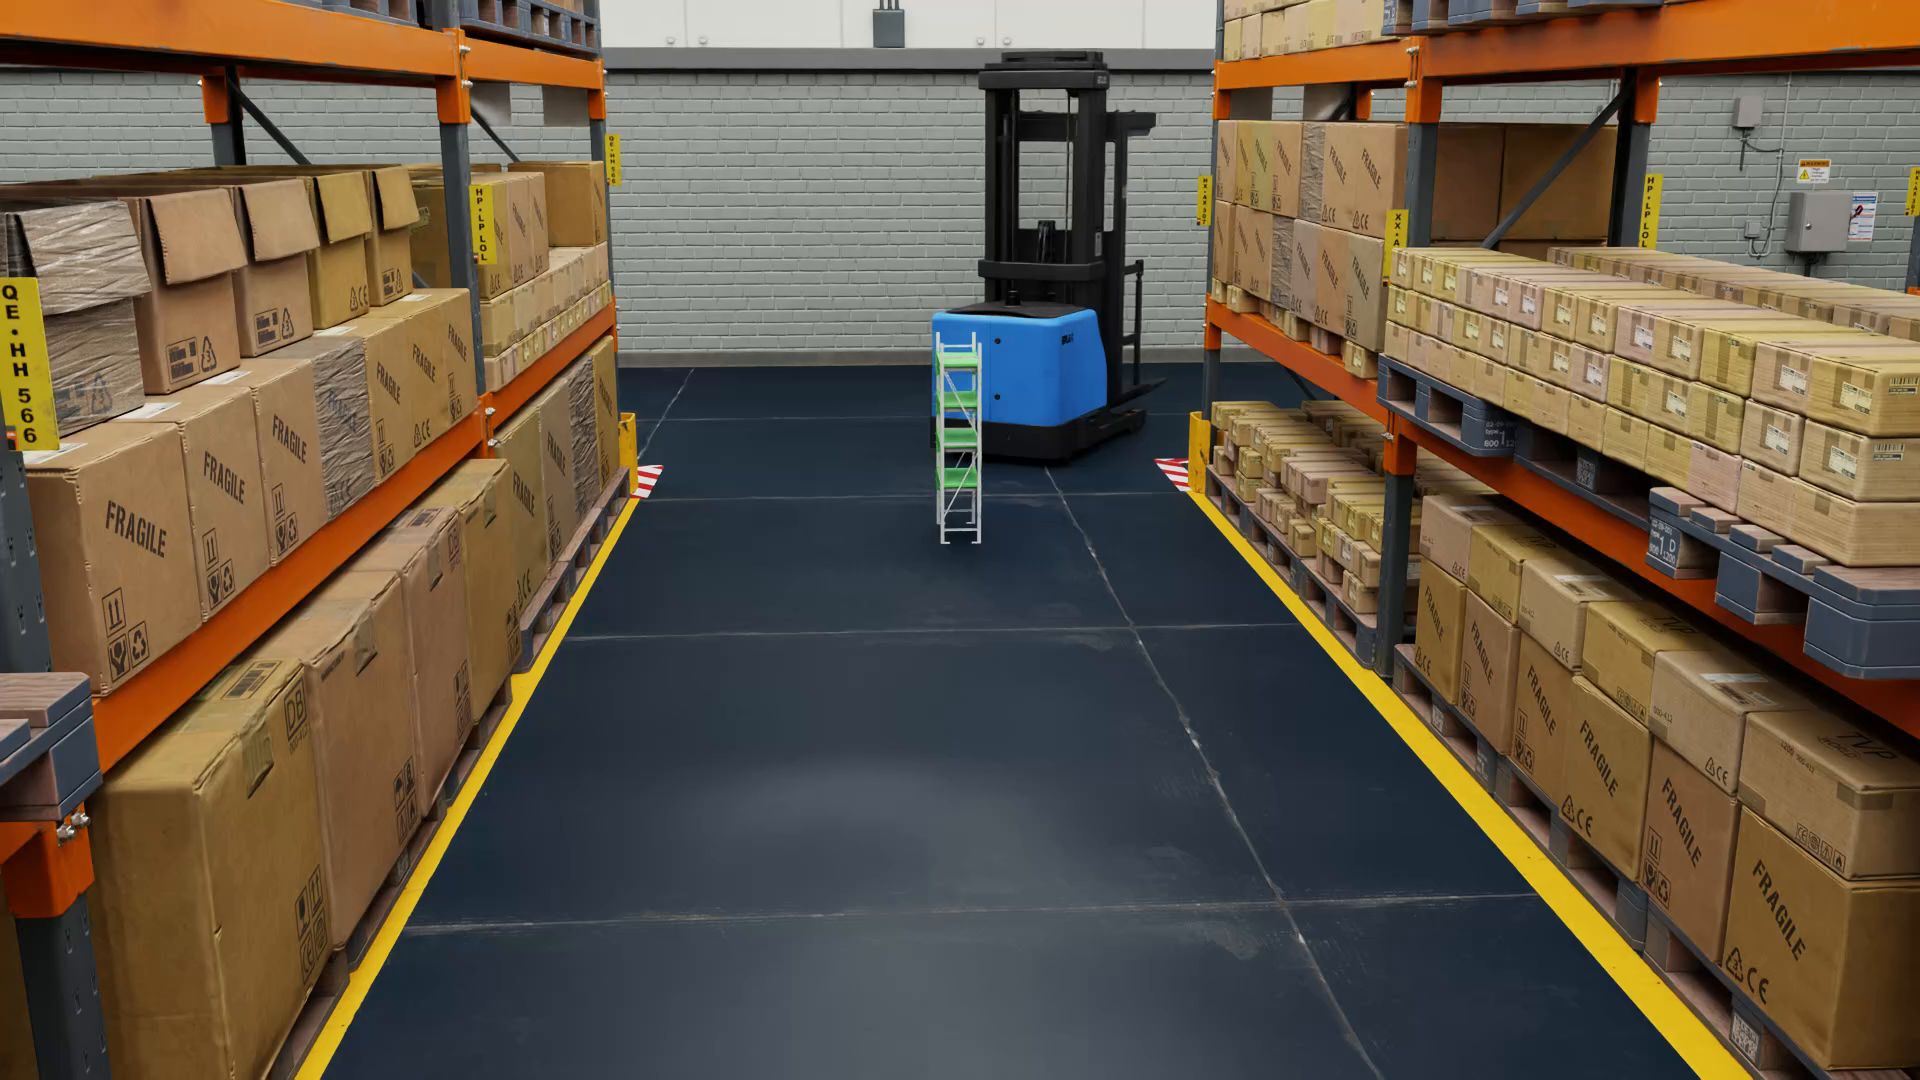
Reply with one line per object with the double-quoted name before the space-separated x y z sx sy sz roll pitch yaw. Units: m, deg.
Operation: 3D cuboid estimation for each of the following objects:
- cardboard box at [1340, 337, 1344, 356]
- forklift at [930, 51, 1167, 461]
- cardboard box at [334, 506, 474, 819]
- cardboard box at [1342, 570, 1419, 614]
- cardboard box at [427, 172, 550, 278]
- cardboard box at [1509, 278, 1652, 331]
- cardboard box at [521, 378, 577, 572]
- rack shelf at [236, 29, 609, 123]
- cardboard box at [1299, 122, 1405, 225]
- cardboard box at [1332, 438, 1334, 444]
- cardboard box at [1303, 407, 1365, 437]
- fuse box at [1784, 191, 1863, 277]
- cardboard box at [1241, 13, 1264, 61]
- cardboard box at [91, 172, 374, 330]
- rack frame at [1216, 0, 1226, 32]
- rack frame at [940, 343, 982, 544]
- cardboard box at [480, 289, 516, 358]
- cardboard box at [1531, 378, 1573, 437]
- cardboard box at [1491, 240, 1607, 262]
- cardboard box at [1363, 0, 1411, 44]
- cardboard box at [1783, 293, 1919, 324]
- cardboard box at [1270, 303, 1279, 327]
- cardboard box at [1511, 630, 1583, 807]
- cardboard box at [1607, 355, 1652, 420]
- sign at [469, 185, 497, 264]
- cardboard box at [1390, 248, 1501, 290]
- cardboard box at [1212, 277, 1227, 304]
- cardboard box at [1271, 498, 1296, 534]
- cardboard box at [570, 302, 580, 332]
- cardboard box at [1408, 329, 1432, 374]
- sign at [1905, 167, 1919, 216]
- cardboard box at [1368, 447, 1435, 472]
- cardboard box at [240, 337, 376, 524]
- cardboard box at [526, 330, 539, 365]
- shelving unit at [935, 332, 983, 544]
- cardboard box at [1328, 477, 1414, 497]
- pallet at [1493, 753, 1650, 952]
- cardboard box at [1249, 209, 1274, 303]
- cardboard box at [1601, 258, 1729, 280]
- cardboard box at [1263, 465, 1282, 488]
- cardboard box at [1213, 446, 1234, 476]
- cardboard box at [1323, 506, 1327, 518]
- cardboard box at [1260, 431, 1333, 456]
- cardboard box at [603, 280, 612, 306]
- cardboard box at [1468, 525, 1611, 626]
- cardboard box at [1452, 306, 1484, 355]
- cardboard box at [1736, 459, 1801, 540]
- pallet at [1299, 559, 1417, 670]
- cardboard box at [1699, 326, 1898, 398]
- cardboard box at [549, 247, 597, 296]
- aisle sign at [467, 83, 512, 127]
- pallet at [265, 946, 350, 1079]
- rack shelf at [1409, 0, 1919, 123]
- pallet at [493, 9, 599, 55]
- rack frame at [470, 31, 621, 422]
"cardboard box" 2.129 -0.981 8.323 0.380 0.149 0.250 -1 14 -5
"forklift" 0.868 -2.320 13.160 1.130 2.935 3.031 7 16 25
"cardboard box" -2.431 0.418 5.804 1.225 0.875 0.875 -1 14 -5
"cardboard box" 2.045 0.245 7.934 0.380 0.149 0.250 -1 14 -3
"cardboard box" -2.381 -1.598 8.418 0.500 0.500 0.500 -1 14 -5
"cardboard box" 2.056 -0.783 5.519 0.380 0.149 0.250 0 14 -1
"cardboard box" -2.564 -0.352 8.797 0.875 0.875 0.875 -1 14 -3
"rack shelf" -2.671 -2.390 8.721 1.077 0.370 4.000 -1 14 -3
"cardboard box" 2.056 -1.886 8.531 0.500 0.500 0.500 -1 14 -2
"cardboard box" 2.513 -0.546 10.409 0.380 0.149 0.250 -1 15 -6
"cardboard box" 2.406 -0.755 10.625 0.380 0.149 0.250 -1 14 -2
"fuse box" 8.829 -2.711 17.128 0.539 1.711 0.414 -1 14 -3
"cardboard box" 1.963 -2.968 9.825 0.500 0.250 0.500 0 14 -2
"cardboard box" -2.468 -0.993 5.654 0.797 0.503 0.637 -1 14 -3
"rack frame" 2.162 -4.740 10.391 1.000 3.000 0.127 -1 14 -3
"rack frame" 0.005 -0.562 9.801 0.240 1.200 0.015 -1 14 -3
"cardboard box" -2.315 -0.981 7.524 0.500 0.250 0.500 -1 14 -4
"cardboard box" 2.074 -0.430 5.337 0.380 0.149 0.250 -2 15 -6
"cardboard box" 2.630 -1.160 7.717 0.500 0.500 0.500 -1 14 -4
"cardboard box" 2.110 -2.338 7.375 0.500 0.250 0.500 -1 14 -2
"cardboard box" 2.739 -0.660 5.039 0.380 0.149 0.250 0 14 -2
"cardboard box" 2.007 -1.305 9.584 0.380 0.149 0.250 -1 14 -5
"cardboard box" 2.271 0.616 5.784 0.500 0.500 0.500 -1 14 -2
"cardboard box" 2.107 -0.443 4.793 0.380 0.149 0.250 -1 14 -4
"sign" -2.006 -1.322 6.980 0.100 0.325 0.005 -1 14 -3
"cardboard box" 1.975 -1.105 6.769 0.380 0.149 0.250 0 14 -1
"cardboard box" 1.855 -1.628 10.837 0.380 0.149 0.250 -1 14 -4
"cardboard box" 1.984 -0.138 9.422 0.380 0.149 0.250 -1 14 -3
"cardboard box" -2.363 -1.260 9.408 0.380 0.149 0.250 -1 14 -3
"cardboard box" 1.998 -0.748 6.575 0.380 0.149 0.250 -1 14 -3
"sign" 6.542 -2.387 11.388 0.100 0.325 0.005 -1 14 -3
"cardboard box" 2.524 -0.429 9.359 0.380 0.149 0.250 -1 14 -3
"cardboard box" -2.156 -0.347 5.156 0.500 0.500 0.500 -1 14 -3
"cardboard box" -2.285 -0.942 8.172 0.380 0.149 0.250 -1 14 -5
"shelving unit" -0.010 -0.622 10.037 0.258 1.200 0.503 -1 14 -3
"cardboard box" 2.112 -0.226 8.570 0.380 0.149 0.250 0 14 -2
"pallet" 2.538 1.008 5.685 1.003 0.211 1.213 -1 14 -3
"cardboard box" 1.990 -1.657 9.649 0.500 0.500 0.500 -1 14 -3
"cardboard box" 2.661 -0.982 6.291 0.380 0.149 0.250 -1 14 -5
"cardboard box" 2.021 -0.409 9.878 0.380 0.149 0.250 -2 15 -6
"cardboard box" 1.875 -0.523 10.916 0.380 0.149 0.250 -1 14 -2
"cardboard box" 2.092 -0.078 8.591 0.380 0.149 0.250 -1 14 -3
"cardboard box" 1.986 -0.549 9.827 0.380 0.149 0.250 0 14 -1
"cardboard box" -2.444 -1.578 10.646 0.380 0.149 0.250 -1 14 -2
"cardboard box" 2.227 0.124 6.193 0.500 0.250 0.500 0 14 -2
"cardboard box" 2.026 -0.768 6.055 0.380 0.149 0.250 -2 15 -6
"cardboard box" 2.155 -0.105 4.074 0.380 0.149 0.250 -1 14 -4
"pallet" 2.333 0.344 8.267 1.003 0.211 1.213 -1 14 -3
"cardboard box" 2.140 -0.458 4.253 0.380 0.149 0.250 0 14 -2
"cardboard box" -2.469 -1.612 9.978 0.500 0.250 0.500 -1 14 -4
"aisle sign" -3.099 -3.056 10.666 0.394 0.787 0.004 -1 14 -3
"pallet" -2.273 1.359 4.320 1.003 0.211 1.213 -1 14 -3
"rack shelf" 2.534 -1.447 5.055 1.077 0.370 4.000 -1 14 -3
"pallet" -2.738 -3.009 9.860 1.003 0.211 1.213 -1 14 -3
"rack frame" -2.795 -1.784 10.939 1.000 3.000 0.127 -1 14 -3
